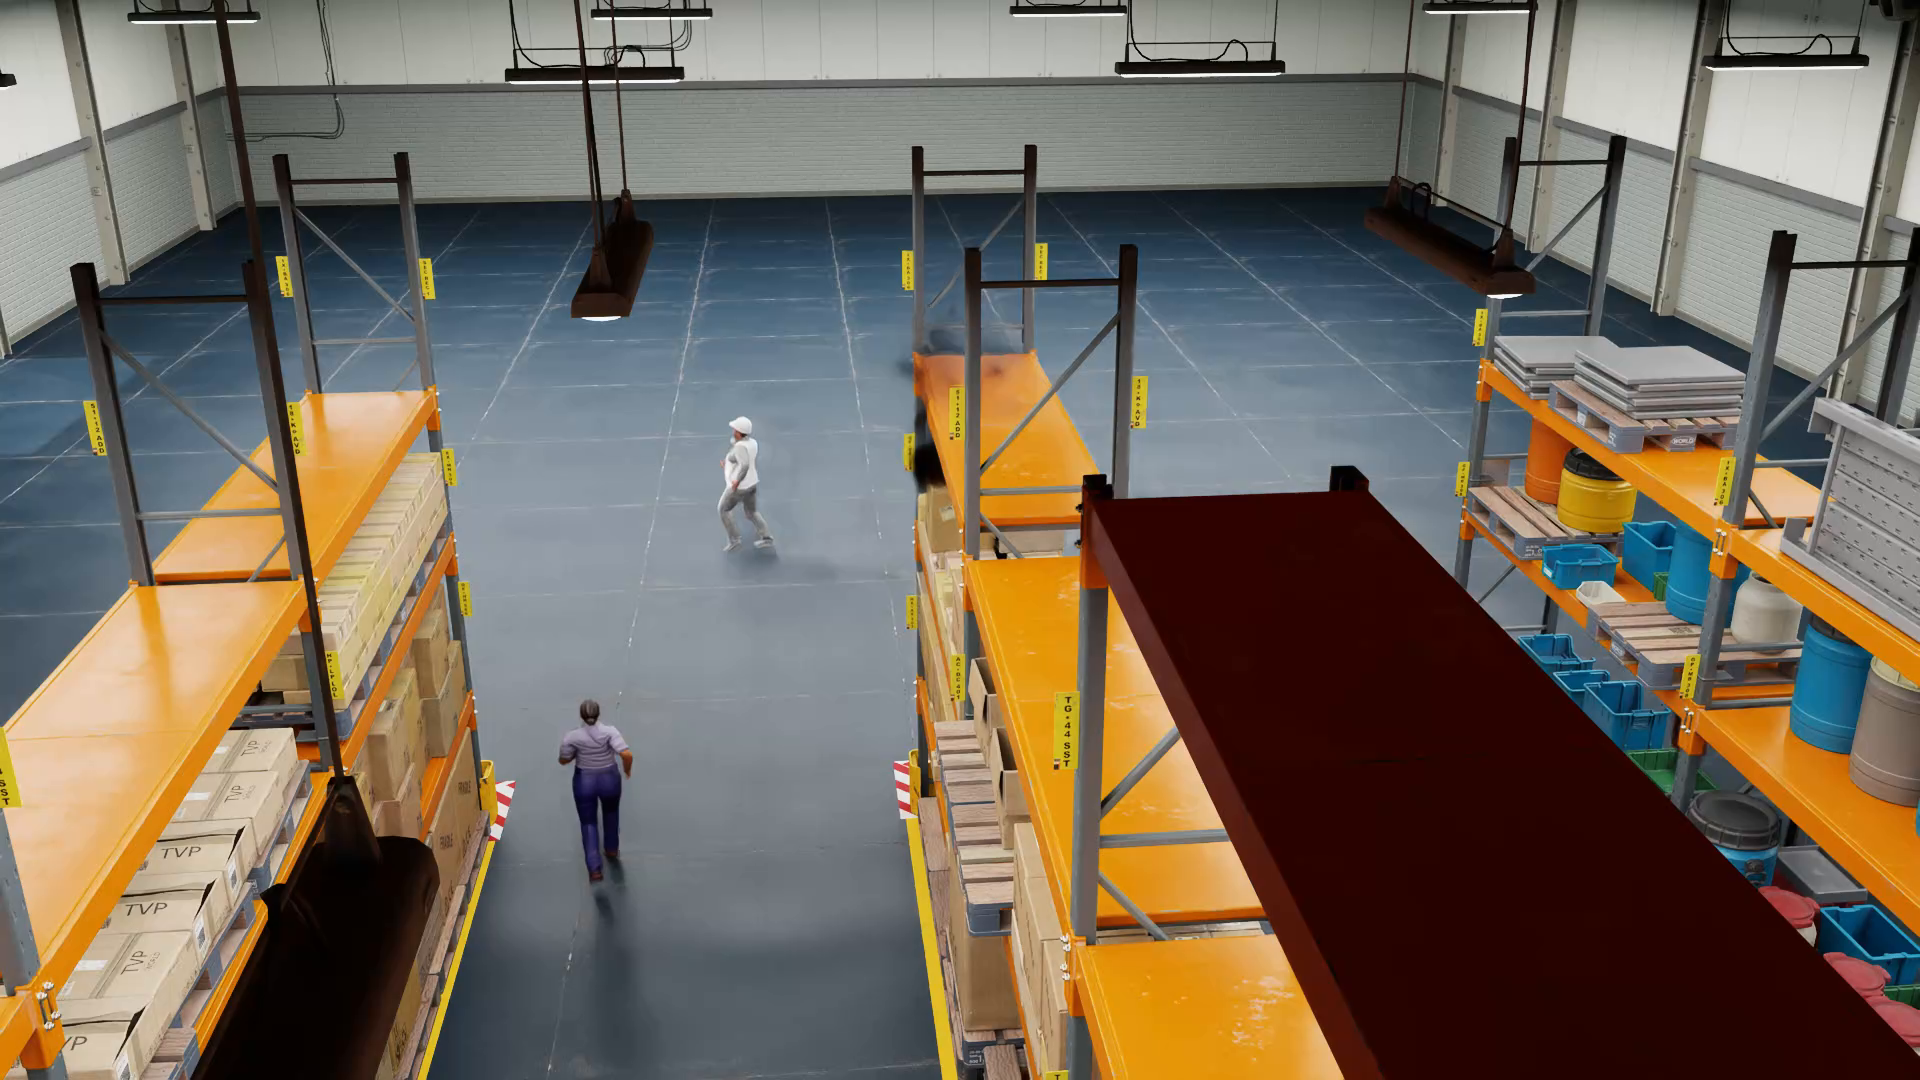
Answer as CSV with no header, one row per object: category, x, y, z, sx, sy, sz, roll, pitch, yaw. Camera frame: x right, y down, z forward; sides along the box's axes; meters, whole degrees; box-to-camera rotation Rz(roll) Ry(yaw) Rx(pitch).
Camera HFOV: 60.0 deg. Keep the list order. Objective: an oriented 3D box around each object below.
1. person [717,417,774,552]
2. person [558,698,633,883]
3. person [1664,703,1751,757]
person,-2.727,-0.670,20.972,0.734,1.822,0.658,10,24,23
person,-3.067,2.111,14.079,0.604,1.681,0.822,-6,22,-15
person,6.595,1.720,14.905,0.675,1.846,0.829,-7,23,-16
